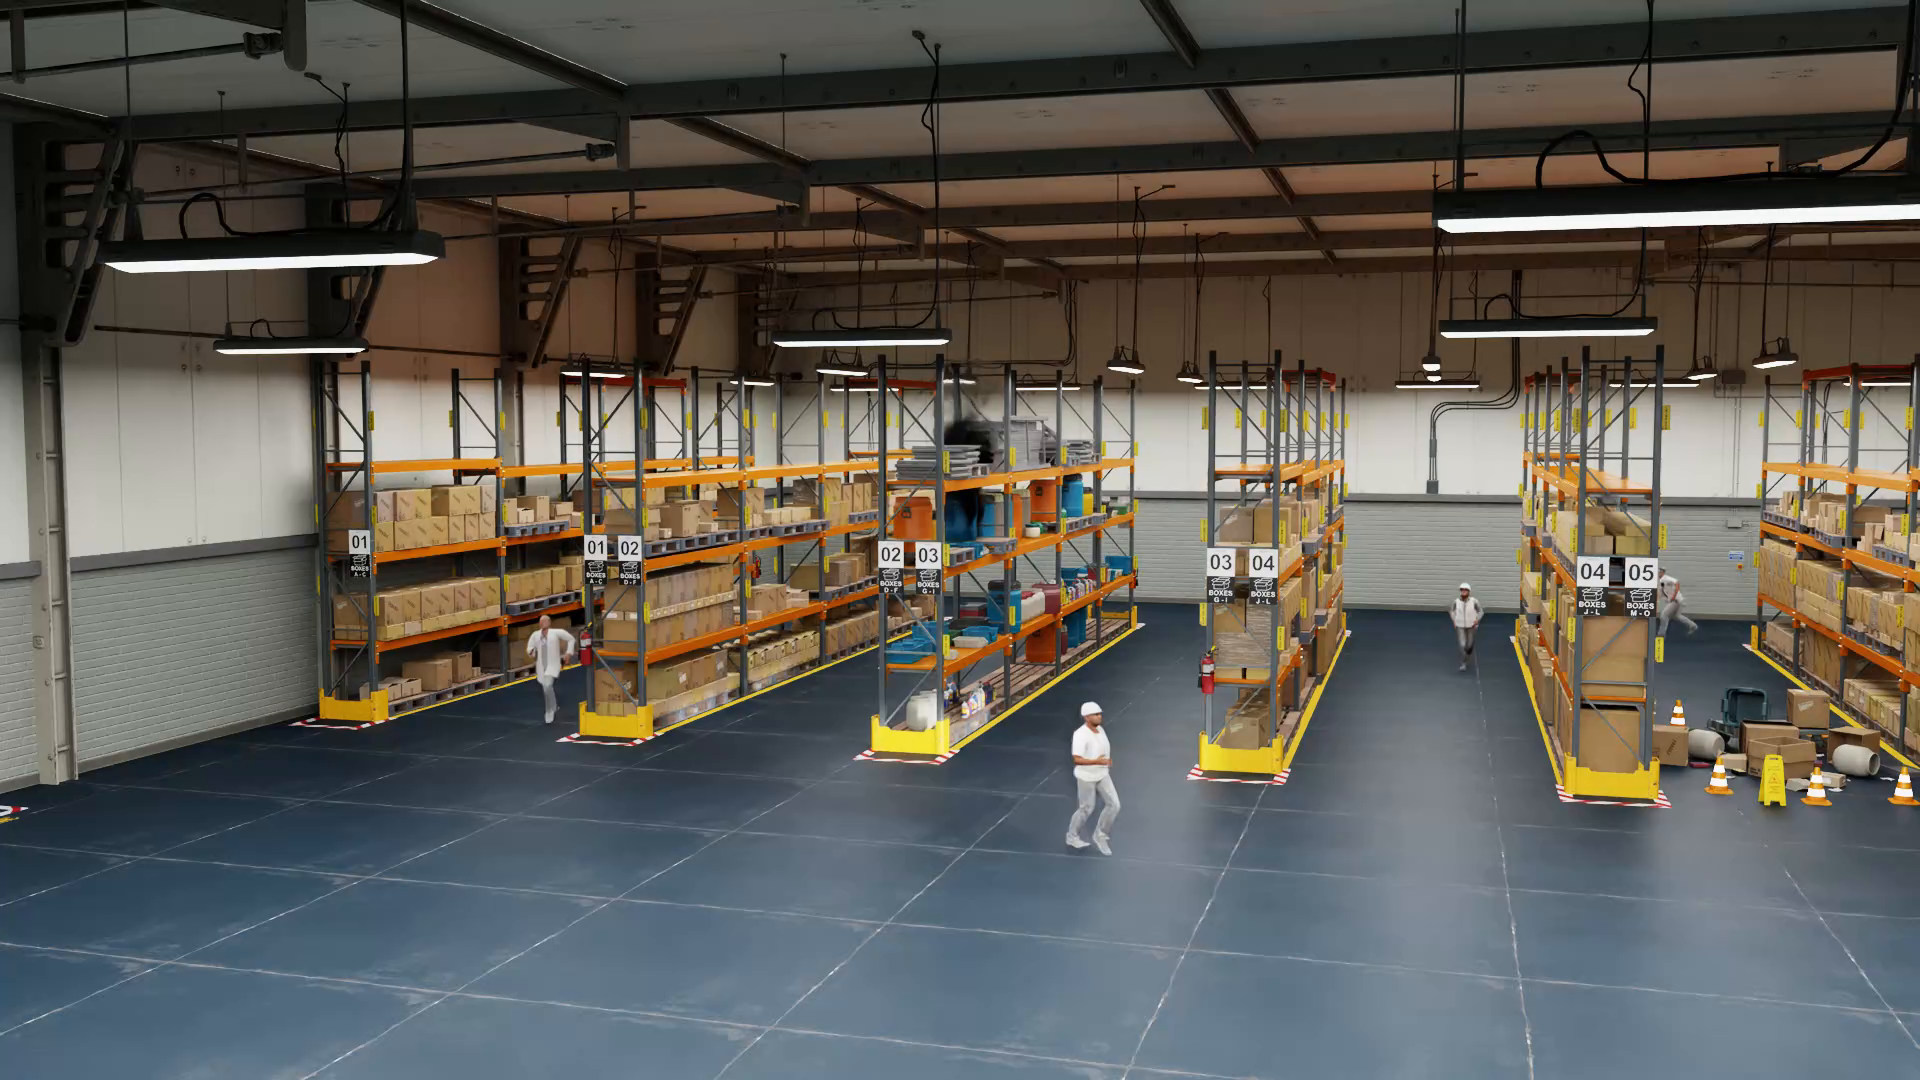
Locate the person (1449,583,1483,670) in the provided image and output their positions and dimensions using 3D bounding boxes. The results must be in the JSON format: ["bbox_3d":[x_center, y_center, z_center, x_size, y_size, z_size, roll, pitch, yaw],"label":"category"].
[{"bbox_3d":[10.220,1.745,33.591,0.660,1.746,0.578,2,4,23],"label":"person"}]

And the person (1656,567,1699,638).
[{"bbox_3d":[16.421,1.471,38.090,1.014,1.737,0.699,0,4,7],"label":"person"}]

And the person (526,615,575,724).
[{"bbox_3d":[-6.825,2.140,27.685,0.733,1.798,0.959,1,4,15],"label":"person"}]

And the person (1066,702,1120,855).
[{"bbox_3d":[1.537,2.762,19.175,0.738,1.806,0.671,4,6,43],"label":"person"}]
